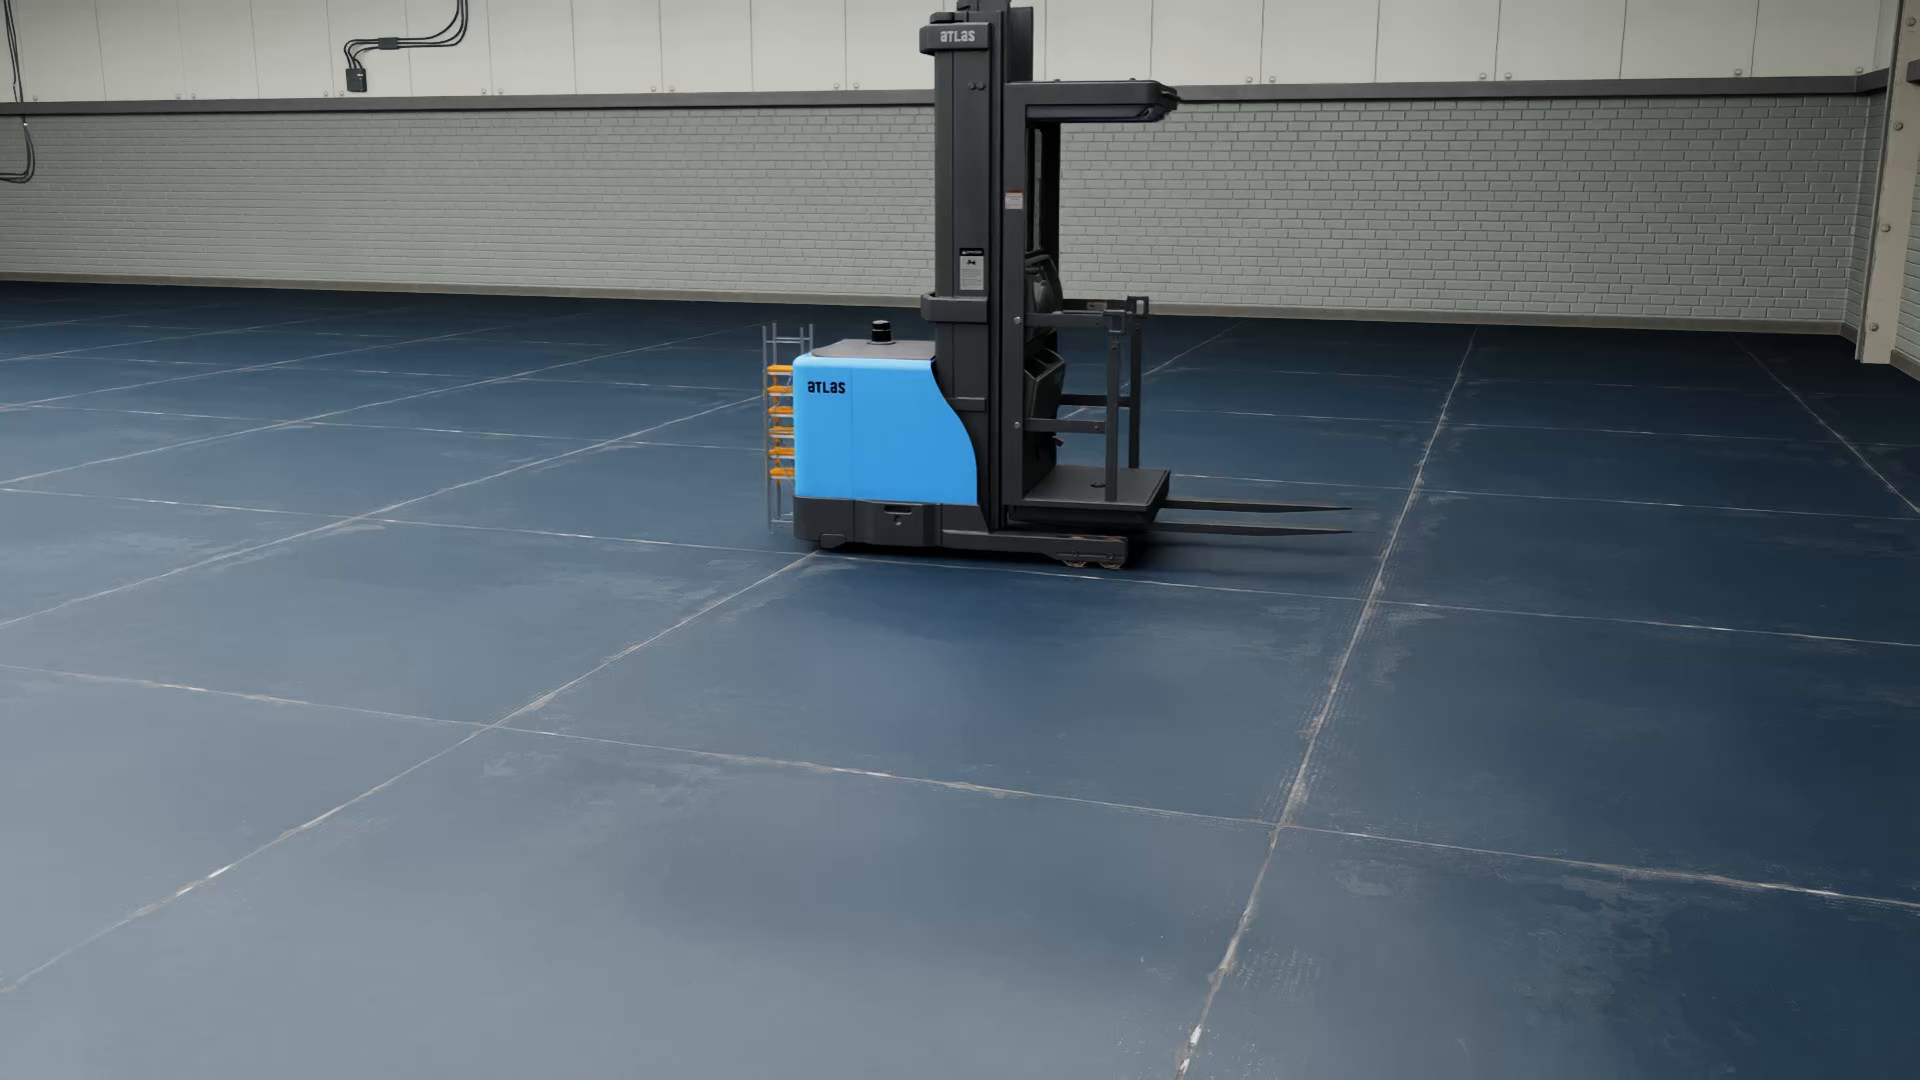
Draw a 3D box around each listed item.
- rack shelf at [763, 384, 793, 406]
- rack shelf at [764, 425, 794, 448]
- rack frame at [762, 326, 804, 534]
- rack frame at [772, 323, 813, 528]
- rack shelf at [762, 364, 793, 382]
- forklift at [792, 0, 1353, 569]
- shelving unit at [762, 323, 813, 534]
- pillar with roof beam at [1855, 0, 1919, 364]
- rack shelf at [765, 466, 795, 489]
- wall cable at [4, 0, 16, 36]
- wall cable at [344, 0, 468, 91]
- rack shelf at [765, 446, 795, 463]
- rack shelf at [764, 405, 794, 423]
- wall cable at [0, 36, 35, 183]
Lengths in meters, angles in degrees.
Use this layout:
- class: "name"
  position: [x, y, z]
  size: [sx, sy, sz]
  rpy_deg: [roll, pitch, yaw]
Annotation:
- class: "rack shelf"
  position: [-0.978, -0.826, 9.532]
  size: [0.258, 0.103, 0.180]
  rpy_deg: [3, 13, 11]
- class: "rack shelf"
  position: [-0.978, -0.592, 9.585]
  size: [0.258, 0.103, 0.180]
  rpy_deg: [3, 13, 11]
- class: "rack frame"
  position: [-0.996, -0.615, 9.488]
  size: [0.240, 1.200, 0.006]
  rpy_deg: [3, 13, 11]
- class: "rack frame"
  position: [-0.959, -0.655, 9.663]
  size: [0.240, 1.200, 0.006]
  rpy_deg: [3, 13, 11]
- class: "rack shelf"
  position: [-0.978, -0.943, 9.505]
  size: [0.258, 0.103, 0.180]
  rpy_deg: [3, 13, 11]
- class: "forklift"
  position: [0.646, -1.404, 9.050]
  size: [3.031, 2.935, 1.130]
  rpy_deg: [3, 13, 12]
- class: "shelving unit"
  position: [-0.978, -0.635, 9.576]
  size: [0.258, 1.200, 0.189]
  rpy_deg: [3, 13, 11]
- class: "pillar with roof beam"
  position: [5.782, -6.625, 18.292]
  size: [9.100, 9.000, 0.400]
  rpy_deg: [4, 14, 18]
- class: "rack shelf"
  position: [-0.978, -0.358, 9.639]
  size: [0.258, 0.103, 0.180]
  rpy_deg: [3, 13, 11]
- class: "wall cable"
  position: [-15.186, -9.862, 28.101]
  size: [3.097, 2.526, 0.112]
  rpy_deg: [4, 14, 18]
- class: "wall cable"
  position: [-8.768, -10.079, 25.783]
  size: [2.305, 6.003, 0.169]
  rpy_deg: [4, 14, 18]
- class: "rack shelf"
  position: [-0.978, -0.475, 9.612]
  size: [0.258, 0.103, 0.180]
  rpy_deg: [3, 13, 11]
- class: "rack shelf"
  position: [-0.978, -0.709, 9.559]
  size: [0.258, 0.103, 0.180]
  rpy_deg: [3, 13, 11]
- class: "wall cable"
  position: [-17.746, -7.594, 29.516]
  size: [3.097, 2.526, 0.112]
  rpy_deg: [4, 14, 18]
